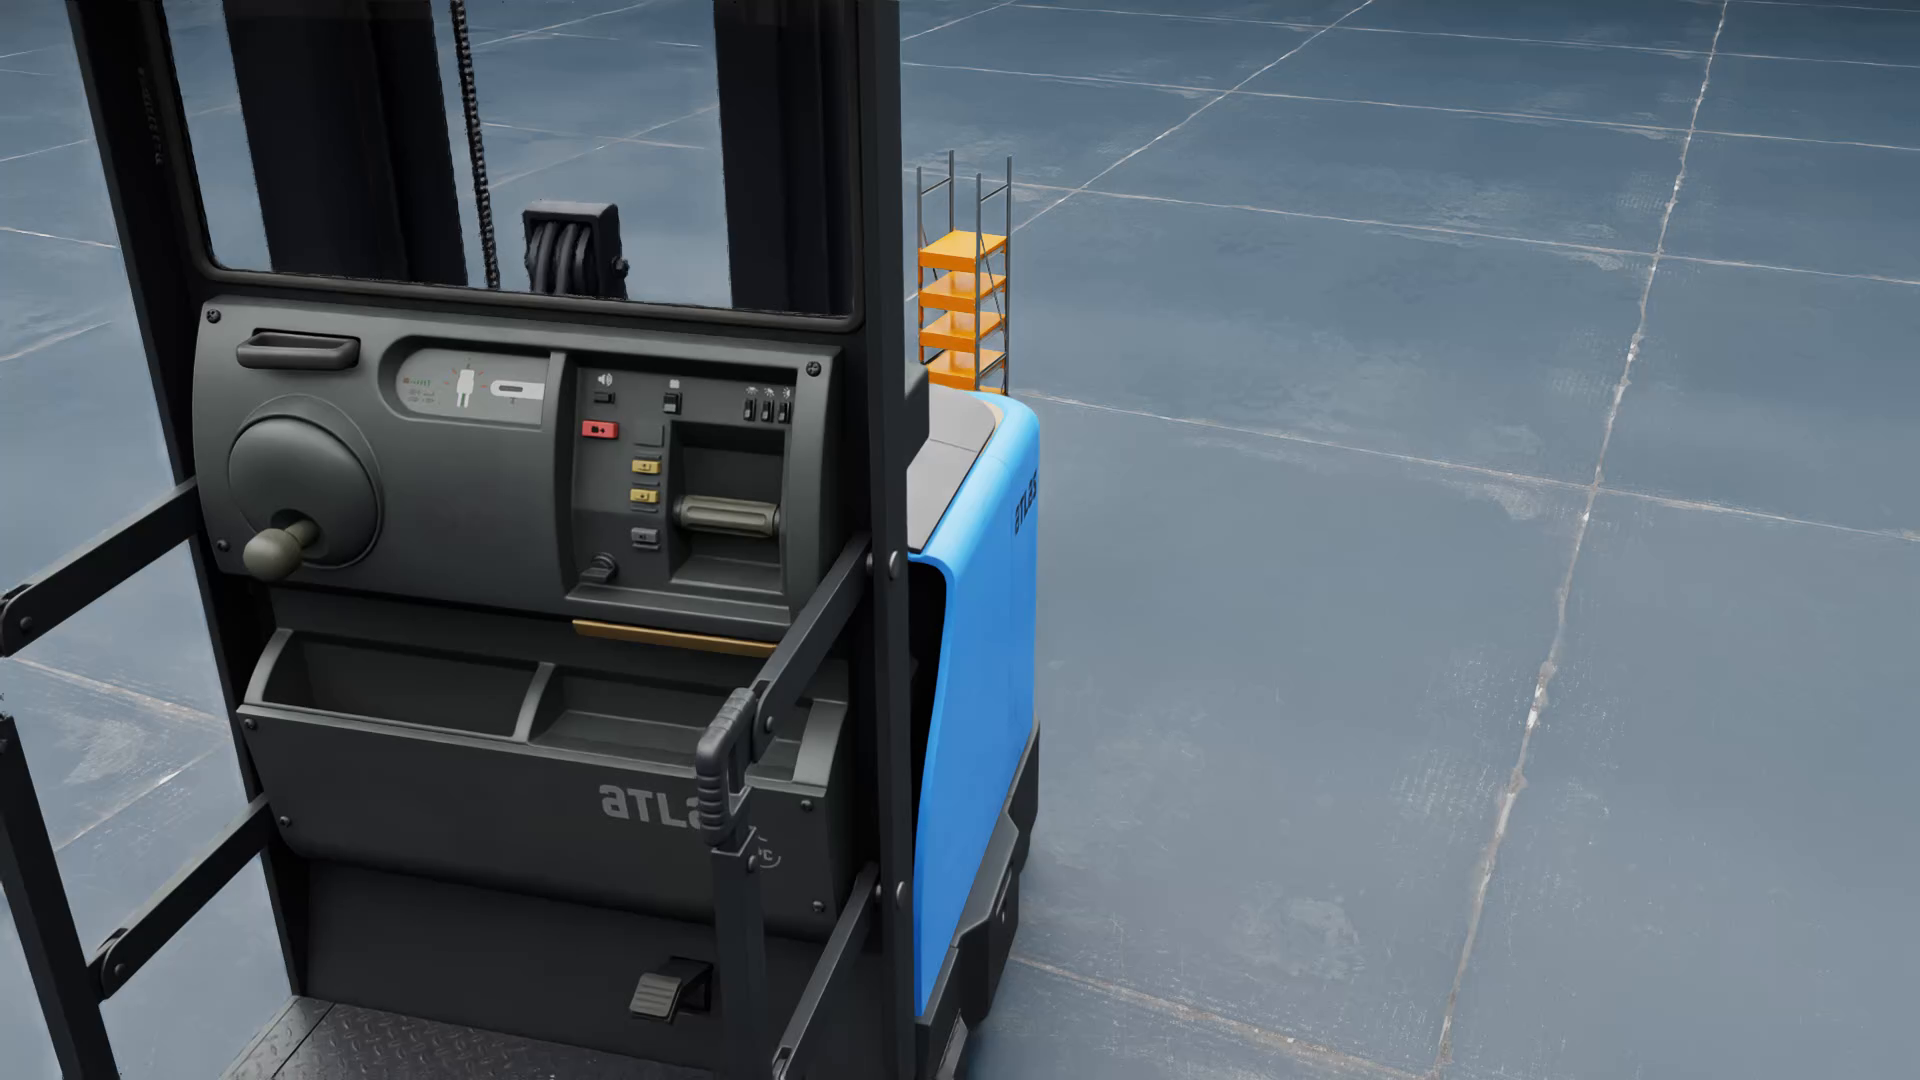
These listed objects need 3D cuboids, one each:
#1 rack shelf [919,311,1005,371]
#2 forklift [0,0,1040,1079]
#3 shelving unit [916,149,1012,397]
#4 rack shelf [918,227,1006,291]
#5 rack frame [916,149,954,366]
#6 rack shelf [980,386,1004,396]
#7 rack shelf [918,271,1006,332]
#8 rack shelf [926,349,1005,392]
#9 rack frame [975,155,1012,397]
[{"bbox_3d":[0.013,-0.603,4.946,0.180,0.103,0.258,11,28,22],"label":"rack shelf"},{"bbox_3d":[-0.670,-0.070,2.074,1.130,2.935,3.031,6,27,12],"label":"forklift"},{"bbox_3d":[0.013,-0.536,4.980,0.189,1.200,0.258,11,28,22],"label":"shelving unit"},{"bbox_3d":[0.013,-0.819,4.840,0.180,0.103,0.258,11,28,22],"label":"rack shelf"},{"bbox_3d":[-0.070,-0.552,5.014,0.006,1.200,0.240,11,28,22],"label":"rack frame"},{"bbox_3d":[0.013,-0.388,5.052,0.180,0.103,0.258,11,28,22],"label":"rack shelf"},{"bbox_3d":[0.013,-0.711,4.893,0.180,0.103,0.258,11,28,22],"label":"rack shelf"},{"bbox_3d":[0.013,-0.496,4.999,0.180,0.103,0.258,11,28,22],"label":"rack shelf"},{"bbox_3d":[0.096,-0.519,4.946,0.006,1.200,0.240,11,28,22],"label":"rack frame"}]
